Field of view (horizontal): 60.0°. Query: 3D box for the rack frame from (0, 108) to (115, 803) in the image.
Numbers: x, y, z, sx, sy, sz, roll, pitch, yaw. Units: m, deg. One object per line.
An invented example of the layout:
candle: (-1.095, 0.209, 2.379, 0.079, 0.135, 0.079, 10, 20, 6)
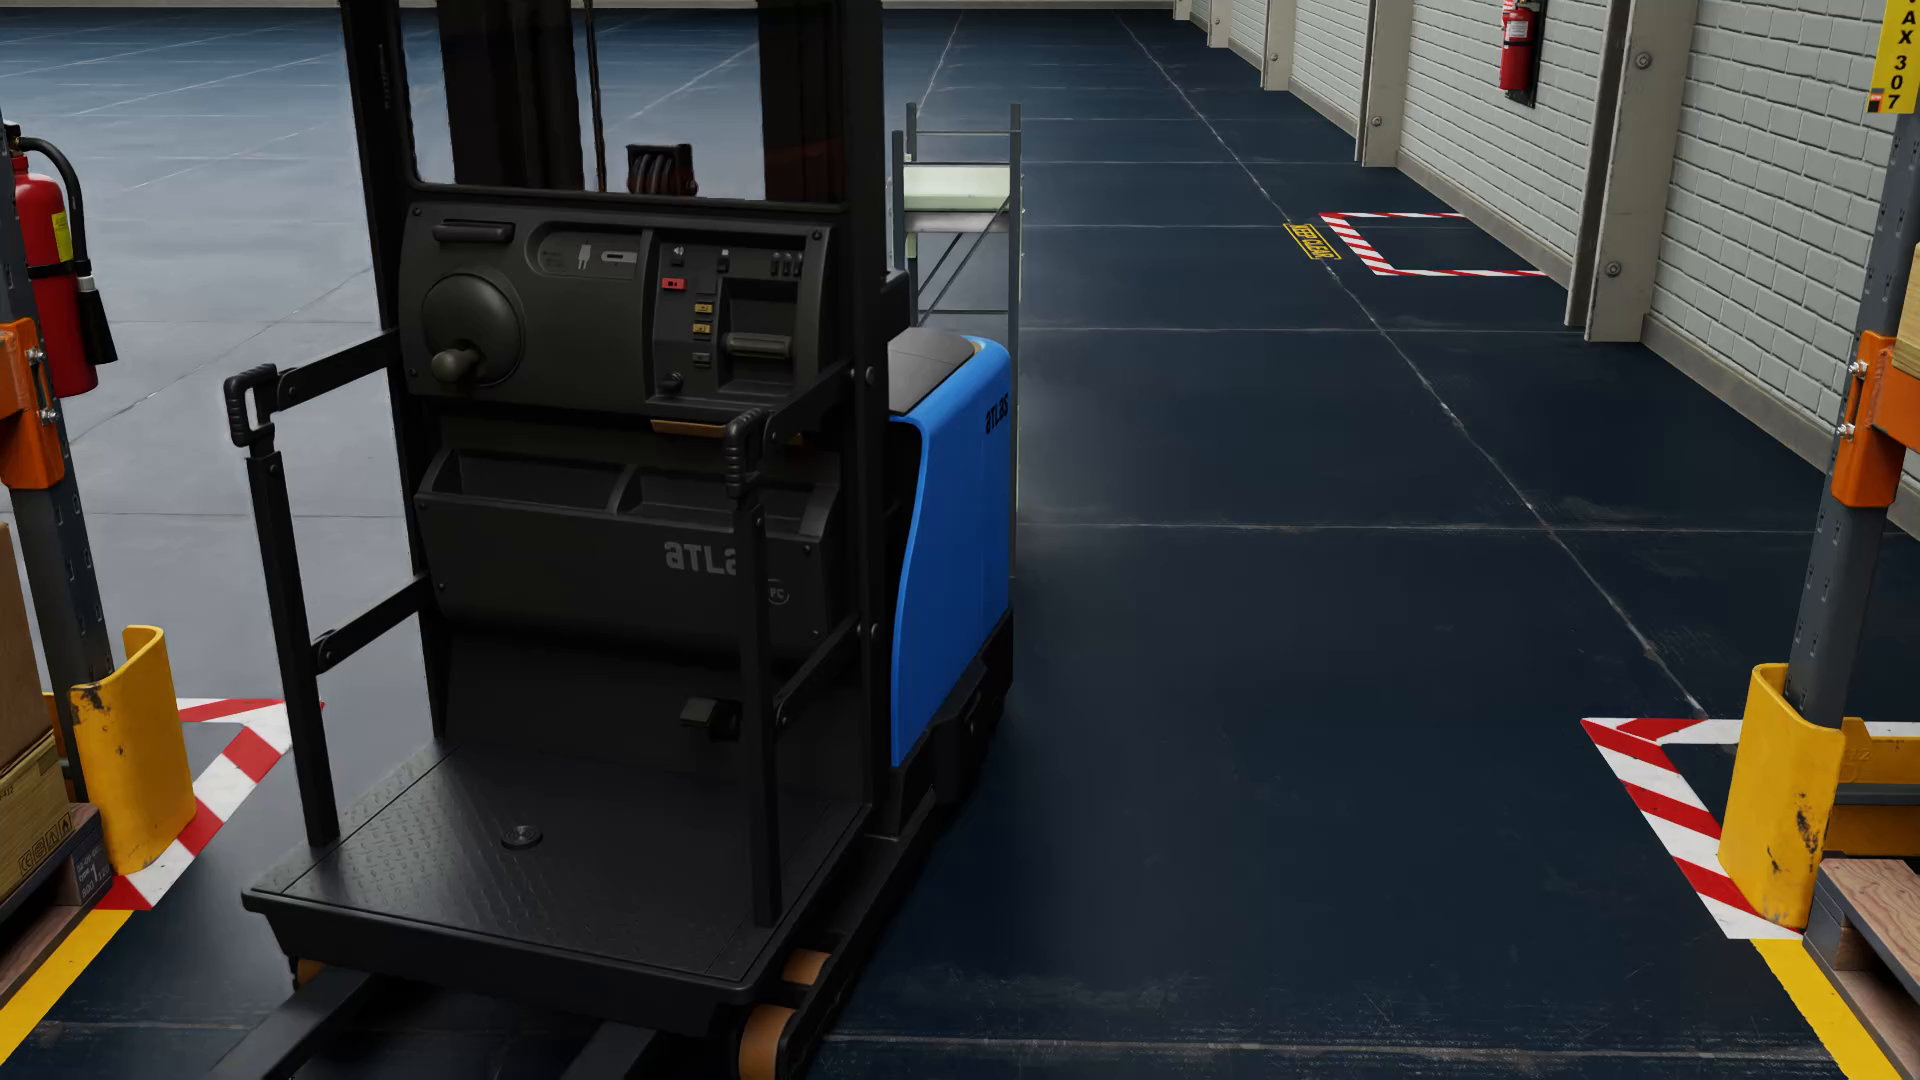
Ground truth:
rack frame: (-2.531, -0.656, 3.573, 1.000, 3.000, 0.127, 1, 21, 2)

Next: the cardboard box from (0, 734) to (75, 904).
cardboard box: (-2.252, 0.627, 3.486, 0.500, 0.250, 0.500, 1, 21, 2)

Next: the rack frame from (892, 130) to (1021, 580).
rack frame: (-0.011, -0.569, 5.423, 0.400, 1.500, 0.023, 1, 21, 2)

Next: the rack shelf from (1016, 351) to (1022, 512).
rack shelf: (0.000, -0.398, 5.882, 0.431, 0.370, 0.720, 1, 21, 2)

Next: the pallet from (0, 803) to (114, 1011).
pallet: (-2.512, 0.921, 3.363, 1.003, 0.211, 1.213, 1, 21, 2)

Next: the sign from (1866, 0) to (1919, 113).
sign: (1.878, -1.012, 3.294, 0.100, 0.325, 0.005, 1, 21, 2)

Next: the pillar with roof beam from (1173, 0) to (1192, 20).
pillar with roof beam: (-0.127, -14.031, 29.751, 9.100, 9.000, 0.400, 1, 21, 2)

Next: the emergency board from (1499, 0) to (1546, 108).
emergency board: (3.560, -3.403, 10.652, 0.194, 1.169, 0.643, 1, 21, 2)

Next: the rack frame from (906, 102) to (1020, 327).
rack frame: (0.011, -0.834, 6.105, 0.400, 1.500, 0.023, 1, 21, 2)

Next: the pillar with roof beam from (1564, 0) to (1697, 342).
pillar with roof beam: (-0.857, -5.354, 7.387, 9.100, 9.000, 0.400, 1, 21, 2)

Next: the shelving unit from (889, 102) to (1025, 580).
shelving unit: (0.000, -0.702, 5.764, 0.431, 1.500, 0.755, 1, 21, 2)

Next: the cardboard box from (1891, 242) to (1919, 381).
cardboard box: (2.088, -0.369, 3.014, 0.500, 0.250, 0.500, 0, 21, 0)

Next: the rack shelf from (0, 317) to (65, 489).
rack shelf: (-2.592, 0.403, 1.839, 1.077, 0.370, 4.000, 1, 21, 2)

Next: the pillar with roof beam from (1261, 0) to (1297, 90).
pillar with roof beam: (-0.492, -9.693, 18.569, 9.100, 9.000, 0.400, 1, 21, 2)

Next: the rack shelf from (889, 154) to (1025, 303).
rack shelf: (0.000, -1.065, 5.623, 0.431, 0.370, 0.720, 1, 21, 2)

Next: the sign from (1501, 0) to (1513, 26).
sign: (3.679, -3.618, 11.158, 0.001, 0.329, 0.234, 1, 21, 2)

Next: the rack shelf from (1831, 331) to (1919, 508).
rack shelf: (2.360, 0.456, 1.702, 1.077, 0.370, 4.000, 1, 21, 2)

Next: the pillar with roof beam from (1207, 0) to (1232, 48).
pillar with roof beam: (-0.309, -11.862, 24.160, 9.100, 9.000, 0.400, 1, 21, 2)

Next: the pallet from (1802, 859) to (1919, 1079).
pallet: (2.358, 1.018, 3.113, 1.003, 0.211, 1.213, 1, 21, 2)

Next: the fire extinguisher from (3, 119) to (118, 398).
fire extinguisher: (-2.063, -0.658, 3.684, 0.296, 0.674, 0.183, 1, 21, 2)

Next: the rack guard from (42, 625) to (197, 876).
rack guard: (-2.530, 0.501, 4.047, 1.175, 0.500, 0.348, 1, 21, 2)

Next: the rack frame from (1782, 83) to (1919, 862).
rack frame: (2.420, -0.603, 3.436, 1.000, 3.000, 0.127, 1, 21, 2)

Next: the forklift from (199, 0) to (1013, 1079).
forklift: (-0.762, -0.449, 3.135, 1.130, 2.935, 3.031, 6, 22, 16)

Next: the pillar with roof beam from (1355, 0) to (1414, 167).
pillar with roof beam: (-0.674, -7.523, 12.978, 9.100, 9.000, 0.400, 1, 21, 2)

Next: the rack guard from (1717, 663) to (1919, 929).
rack guard: (2.418, 0.590, 3.817, 1.175, 0.500, 0.348, 1, 21, 2)

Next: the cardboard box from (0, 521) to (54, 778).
cardboard box: (-2.250, 0.278, 3.350, 0.500, 0.500, 0.500, 1, 21, 2)
